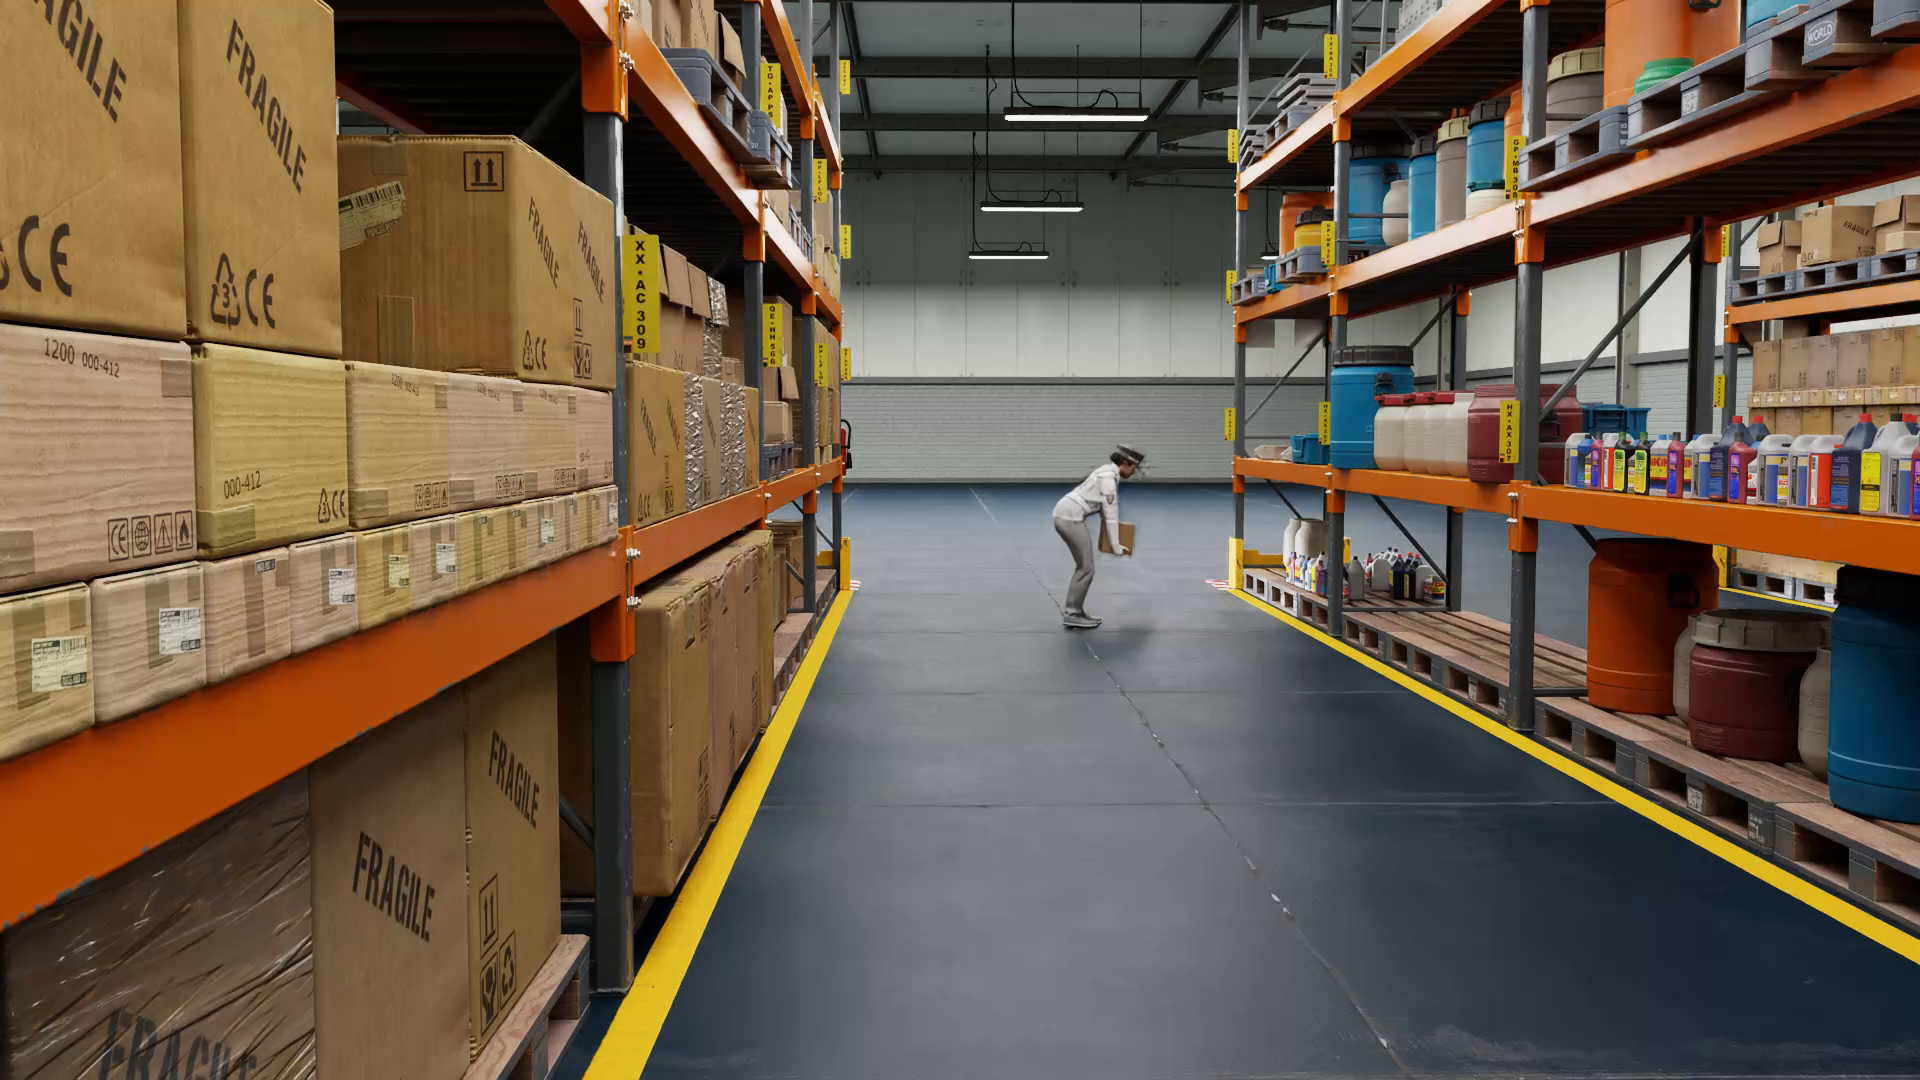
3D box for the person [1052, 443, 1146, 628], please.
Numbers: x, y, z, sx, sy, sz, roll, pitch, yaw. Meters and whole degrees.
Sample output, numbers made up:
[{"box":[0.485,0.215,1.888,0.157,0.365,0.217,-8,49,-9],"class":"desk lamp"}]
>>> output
[{"box":[1.129,-0.040,13.495,0.758,1.483,0.409,0,4,-3],"class":"person"}]
